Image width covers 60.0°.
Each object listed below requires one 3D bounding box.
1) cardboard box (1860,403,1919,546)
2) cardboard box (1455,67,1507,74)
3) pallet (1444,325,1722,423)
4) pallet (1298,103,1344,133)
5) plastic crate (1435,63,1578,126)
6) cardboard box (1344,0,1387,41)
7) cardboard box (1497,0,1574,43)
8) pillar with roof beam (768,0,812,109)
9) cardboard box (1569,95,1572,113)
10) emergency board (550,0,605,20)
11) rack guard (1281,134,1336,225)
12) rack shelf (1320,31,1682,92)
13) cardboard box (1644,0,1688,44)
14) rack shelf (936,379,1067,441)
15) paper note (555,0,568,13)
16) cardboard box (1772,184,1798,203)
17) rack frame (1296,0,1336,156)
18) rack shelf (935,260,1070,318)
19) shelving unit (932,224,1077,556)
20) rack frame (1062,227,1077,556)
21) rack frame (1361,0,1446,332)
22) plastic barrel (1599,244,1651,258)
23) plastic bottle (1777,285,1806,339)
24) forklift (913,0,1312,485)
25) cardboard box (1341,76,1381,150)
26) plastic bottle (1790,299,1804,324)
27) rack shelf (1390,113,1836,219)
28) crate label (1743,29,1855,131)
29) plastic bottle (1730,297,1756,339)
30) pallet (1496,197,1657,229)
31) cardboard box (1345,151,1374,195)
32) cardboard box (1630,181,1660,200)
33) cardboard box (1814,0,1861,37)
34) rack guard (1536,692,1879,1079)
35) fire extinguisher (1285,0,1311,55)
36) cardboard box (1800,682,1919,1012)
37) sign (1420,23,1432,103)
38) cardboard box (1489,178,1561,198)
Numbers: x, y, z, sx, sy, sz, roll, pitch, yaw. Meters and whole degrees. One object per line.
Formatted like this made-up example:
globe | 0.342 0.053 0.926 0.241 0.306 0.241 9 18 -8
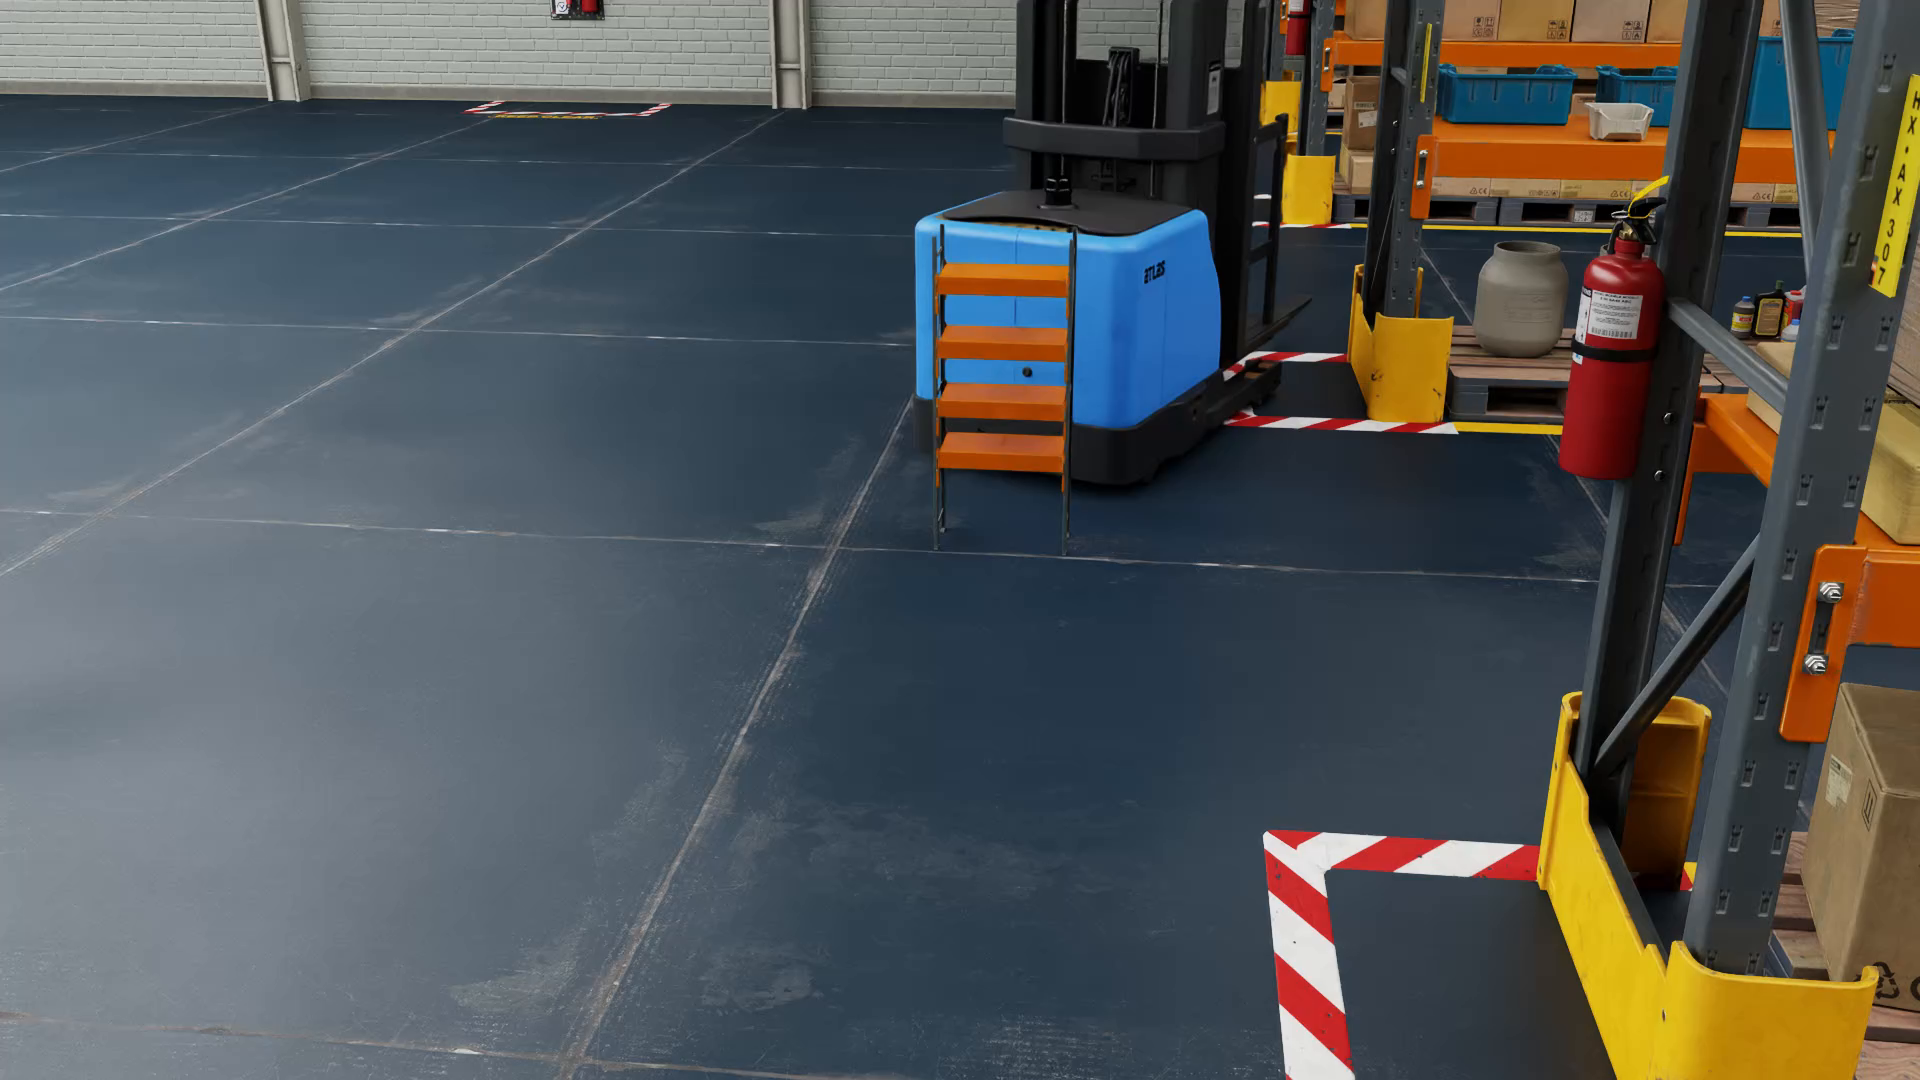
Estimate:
cardboard box | 1.766 -0.122 3.011 0.250 0.149 0.380 2 22 6
cardboard box | 5.225 -4.669 16.970 0.500 0.500 0.700 1 22 3
pallet | 2.981 -0.827 8.244 1.213 0.211 1.003 2 22 6
pallet | 4.138 -4.416 17.322 1.213 0.211 1.003 2 22 6
plastic crate | 2.626 -2.165 8.039 0.616 0.251 0.499 2 22 6
cardboard box | 3.143 -3.977 12.283 0.500 0.500 0.700 3 22 6
cardboard box | 4.157 -3.932 12.170 0.500 0.500 0.700 3 22 7
pillar with roof beam | -2.408 -7.527 13.239 0.400 9.000 9.100 2 22 6
cardboard box | 4.182 -3.078 12.295 0.500 0.500 0.500 2 22 6
emergency board | -4.351 -6.430 18.624 0.643 1.169 0.194 2 22 6
rack guard | 2.657 -2.794 12.826 0.348 0.500 1.175 2 22 6
rack shelf | 4.667 -3.534 12.277 4.000 0.370 1.077 2 22 6
cardboard box | 5.189 -3.889 12.061 0.500 0.500 0.700 3 22 7
rack shelf | 0.164 -0.488 6.226 0.480 0.148 0.258 2 22 6
paper note | -4.519 -6.053 18.869 0.142 0.148 0.016 2 22 6
cardboard box | 6.167 -2.639 12.204 0.500 0.250 0.500 2 22 6
rack frame | 2.681 -3.955 12.364 0.127 3.000 1.000 2 22 6
rack shelf | 0.164 -0.916 6.057 0.480 0.148 0.258 2 22 6
shelving unit | 0.164 -0.551 6.201 0.503 1.200 0.258 2 22 6
rack frame | 0.407 -0.540 6.174 0.015 1.200 0.240 2 22 6
rack frame | 2.094 -2.147 7.790 0.127 3.000 1.000 2 22 6
plastic barrel | 3.254 -1.163 8.114 0.421 0.512 0.421 0 22 0
plastic bottle | 4.217 -1.144 8.361 0.135 0.276 0.152 3 22 7
forklift | 0.945 -2.086 7.729 1.130 2.935 3.031 11 24 26
cardboard box | 3.248 -3.306 12.871 0.500 0.500 0.500 2 22 6
plastic bottle | 4.205 -1.109 8.261 0.133 0.283 0.061 2 22 6
rack shelf | 4.080 -1.726 7.703 4.000 0.370 1.077 2 22 6
crate label | 3.954 -2.182 7.832 0.616 0.435 0.502 2 22 6
plastic bottle | 3.969 -1.131 8.428 0.097 0.201 0.097 0 22 0
pallet | 4.653 -2.587 12.696 1.213 0.211 1.003 2 22 6
cardboard box | 3.187 -2.767 12.528 0.500 0.250 0.500 2 22 6
cardboard box | 5.173 -2.680 12.309 0.500 0.250 0.500 2 22 6
cardboard box | 6.212 -3.845 11.951 0.500 0.500 0.700 2 22 5
rack guard | 1.587 0.827 3.667 0.348 0.500 1.175 2 22 6
fire extinguisher | 2.618 -4.094 12.820 0.183 0.674 0.296 2 22 6
cardboard box | 2.129 0.662 3.515 0.500 0.500 0.500 7 23 16
sign | 2.025 -2.075 7.232 0.005 0.325 0.100 2 22 6
cardboard box | 4.181 -2.725 12.422 0.500 0.250 0.500 2 22 6
